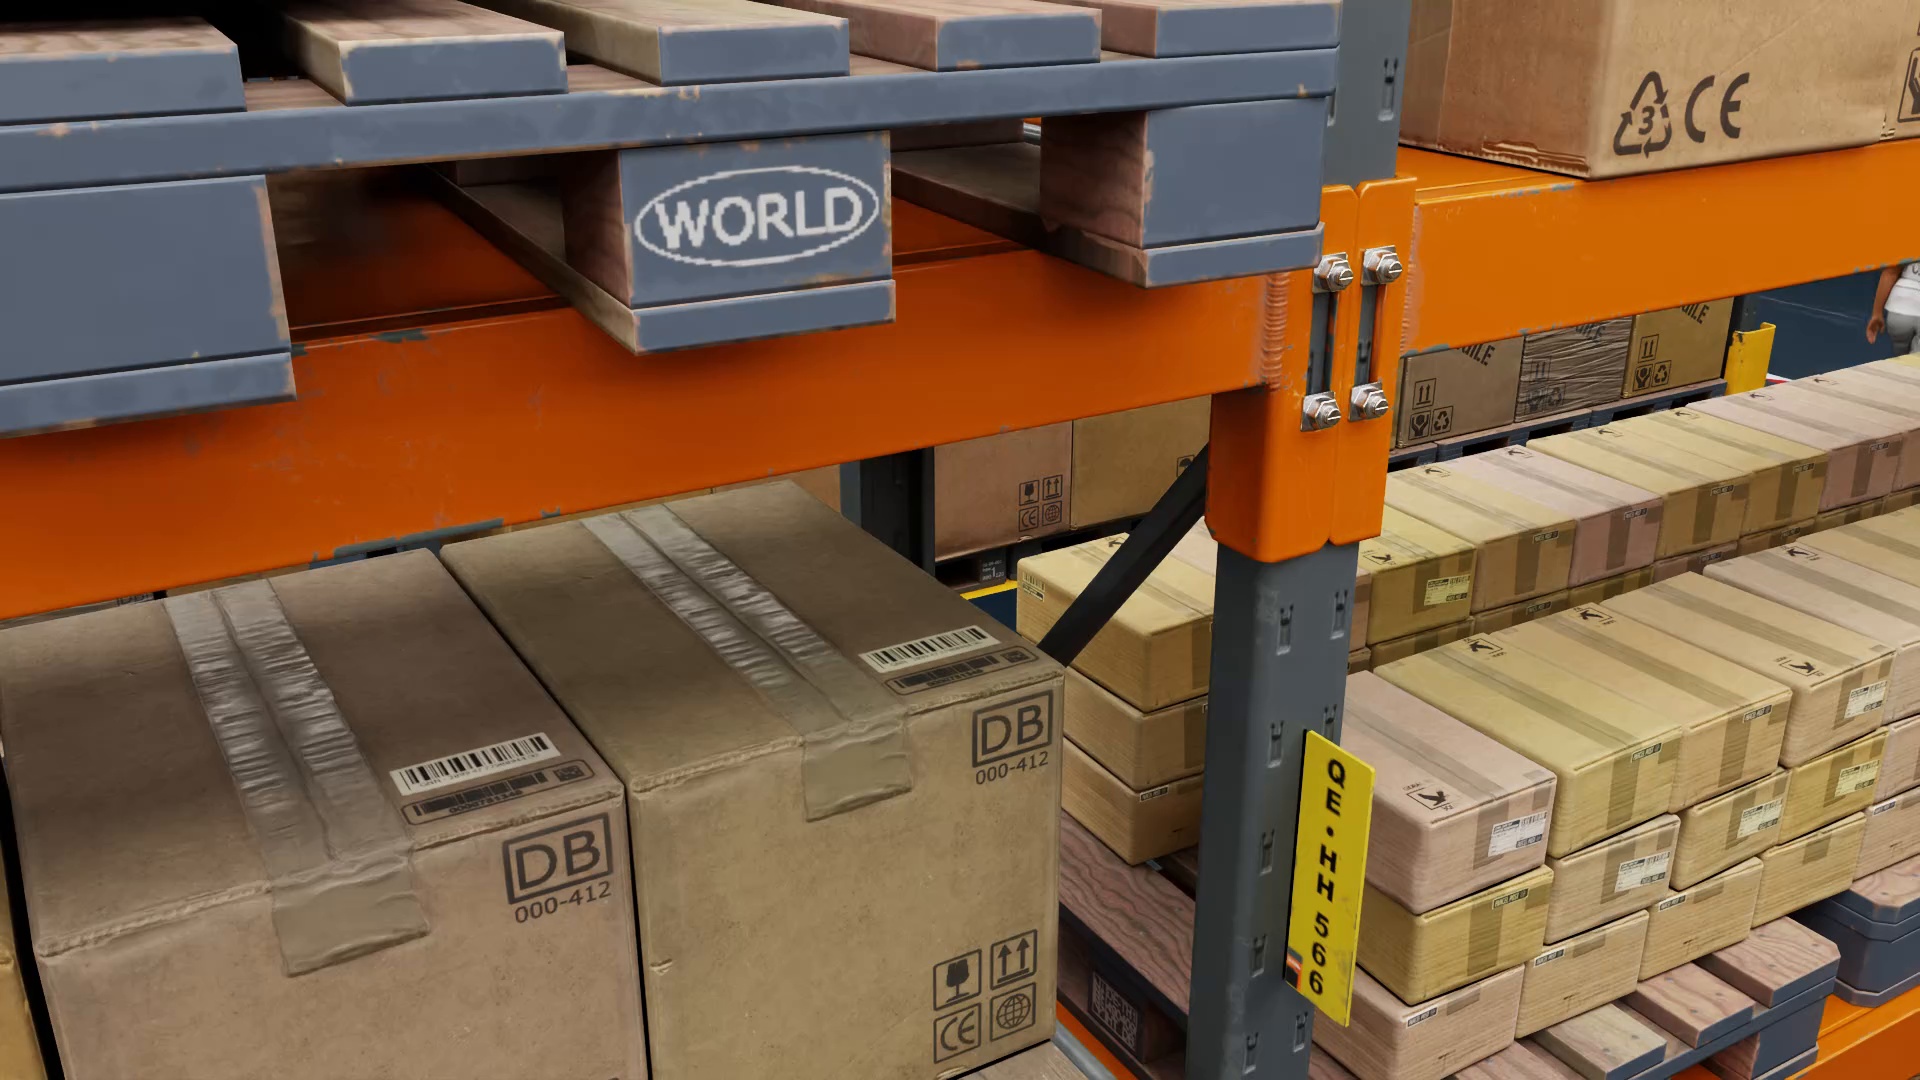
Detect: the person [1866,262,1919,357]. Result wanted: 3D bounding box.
[{"bbox_3d":[5.398,-1.250,9.168,1.031,1.596,0.487,-12,25,-27],"label":"person"}]
